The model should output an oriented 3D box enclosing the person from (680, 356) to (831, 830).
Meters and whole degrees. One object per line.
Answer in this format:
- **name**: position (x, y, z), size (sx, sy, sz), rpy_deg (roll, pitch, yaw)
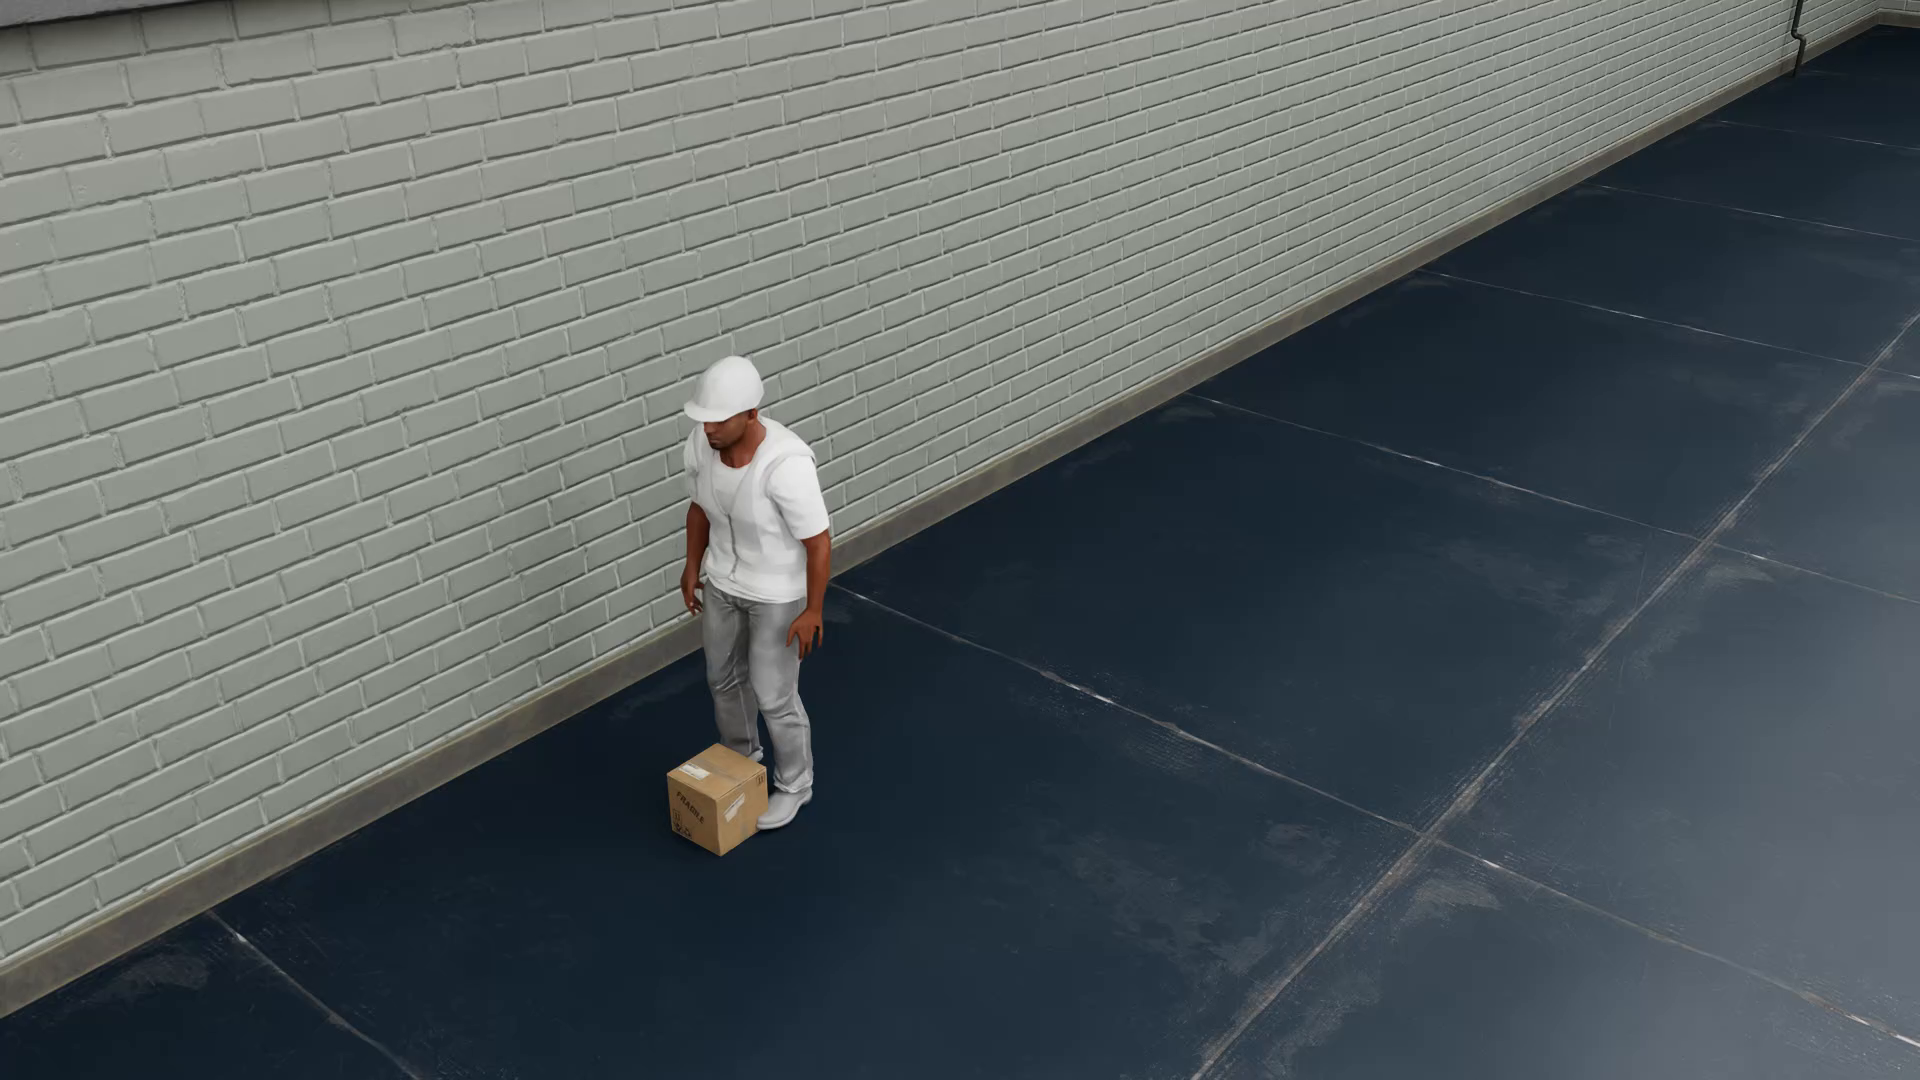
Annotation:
- **person**: position (-0.725, 0.174, 5.762), size (0.625, 1.759, 0.463), rpy_deg (19, 33, 32)
